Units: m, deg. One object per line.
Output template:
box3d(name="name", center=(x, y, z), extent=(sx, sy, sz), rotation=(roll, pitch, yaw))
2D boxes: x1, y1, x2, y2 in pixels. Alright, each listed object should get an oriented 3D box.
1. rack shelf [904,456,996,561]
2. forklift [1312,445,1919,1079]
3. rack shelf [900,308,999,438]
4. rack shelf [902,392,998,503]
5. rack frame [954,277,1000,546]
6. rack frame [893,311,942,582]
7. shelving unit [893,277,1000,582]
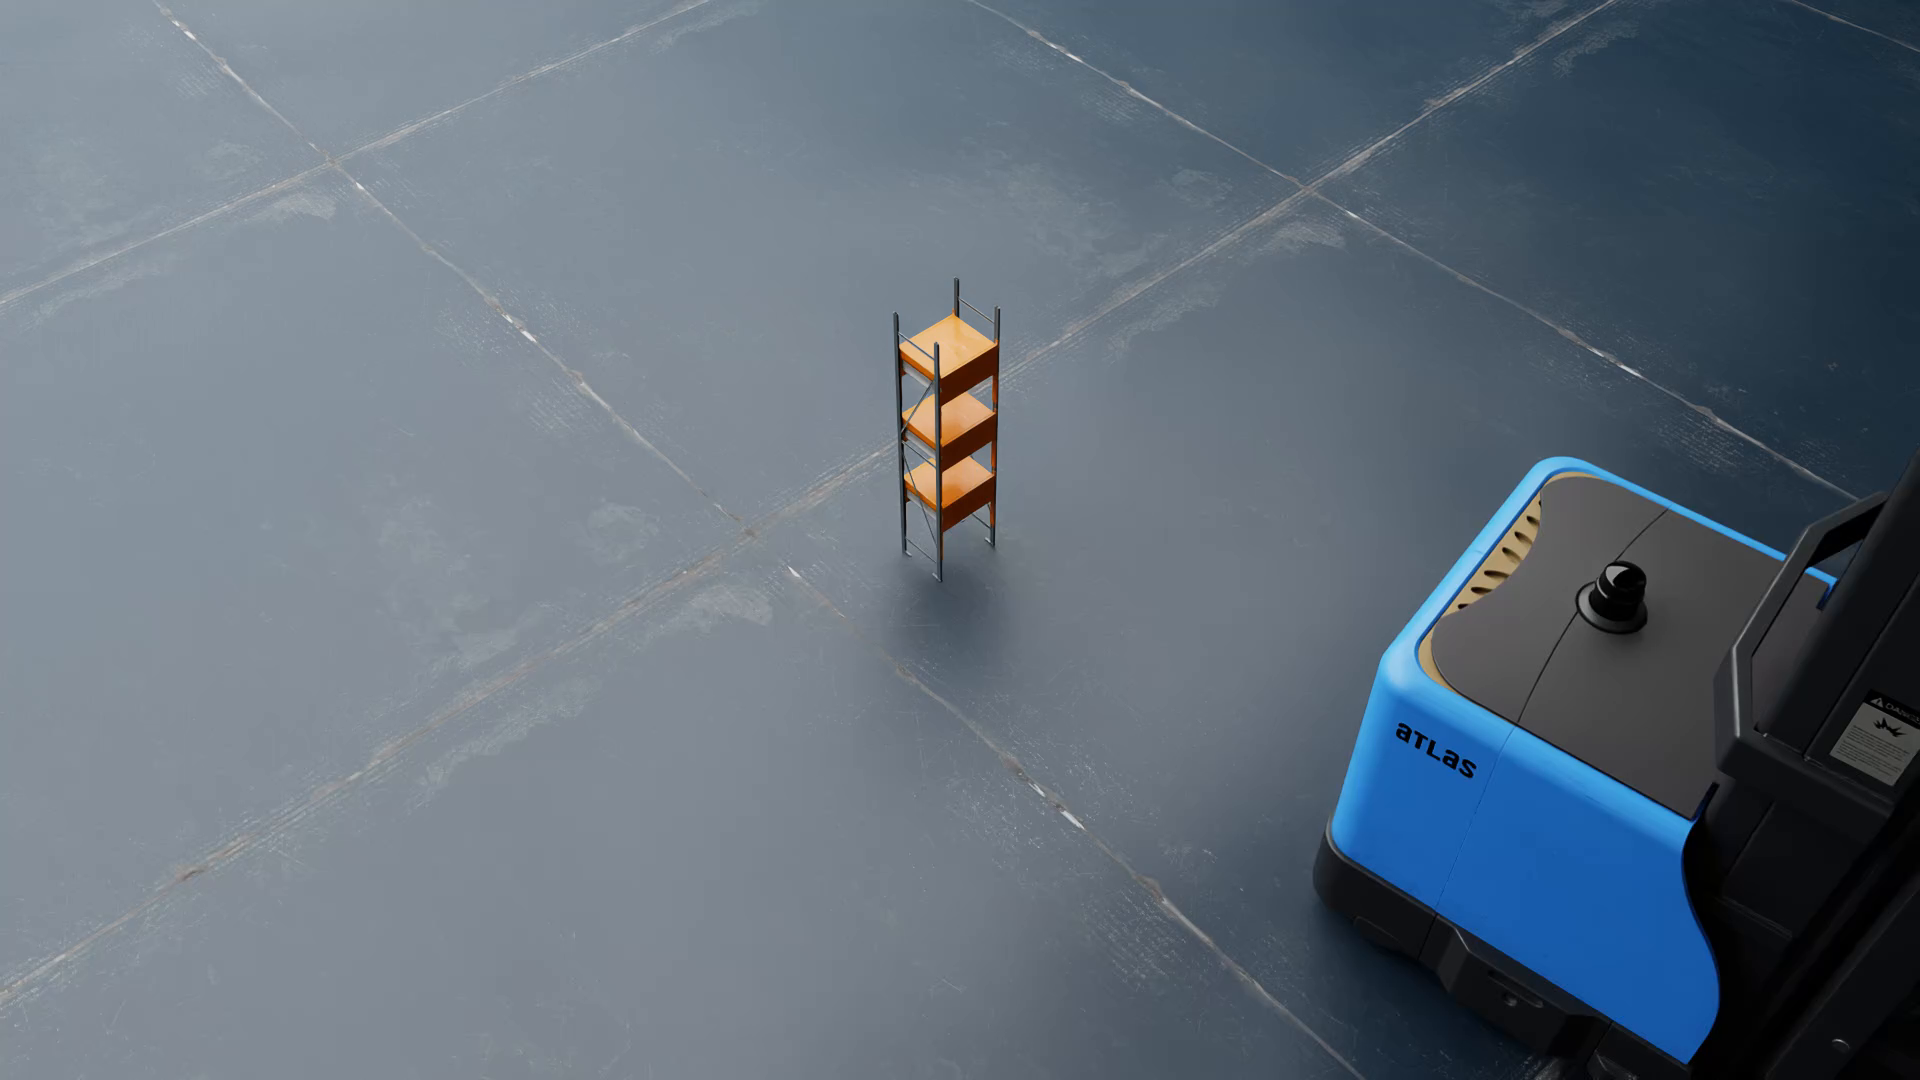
box3d(name="rack shelf", center=(-0.040, -0.134, 5.552), extent=(0.240, 0.259, 0.215), rotation=(-34, 56, -27))
box3d(name="forklift", center=(2.476, 0.434, 3.355), extent=(3.031, 2.935, 1.130), rotation=(30, 54, 25))
box3d(name="rack shelf", center=(-0.040, -0.515, 5.139), extent=(0.240, 0.259, 0.215), rotation=(-34, 56, -27))
box3d(name="rack shelf", center=(-0.040, -0.322, 5.348), extent=(0.240, 0.259, 0.215), rotation=(-34, 56, -27))
box3d(name="rack frame", center=(0.051, -0.390, 5.395), extent=(0.008, 1.050, 0.200), rotation=(-34, 56, -27))
box3d(name="rack frame", center=(-0.130, -0.269, 5.284), extent=(0.008, 1.050, 0.200), rotation=(-34, 56, -27))
box3d(name="shelving unit", center=(-0.040, -0.330, 5.340), extent=(0.252, 1.050, 0.215), rotation=(-34, 56, -27))
